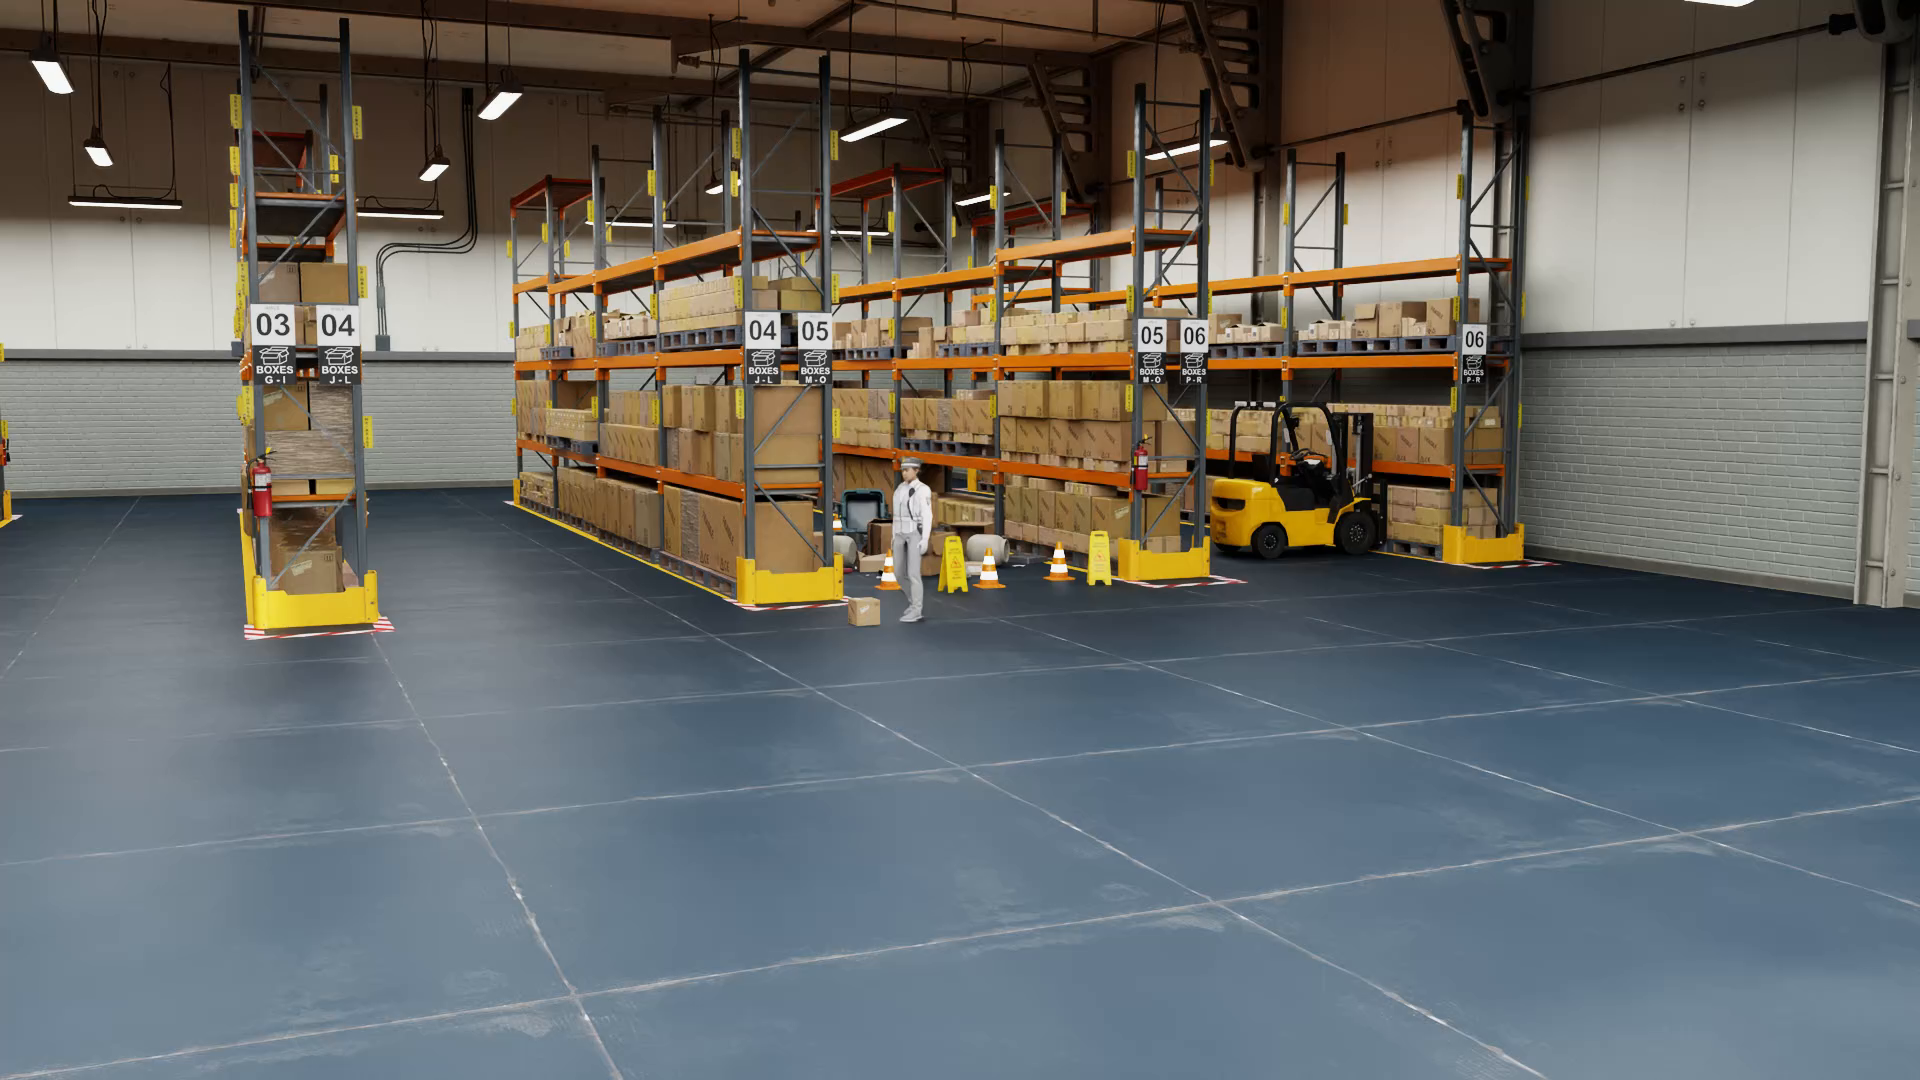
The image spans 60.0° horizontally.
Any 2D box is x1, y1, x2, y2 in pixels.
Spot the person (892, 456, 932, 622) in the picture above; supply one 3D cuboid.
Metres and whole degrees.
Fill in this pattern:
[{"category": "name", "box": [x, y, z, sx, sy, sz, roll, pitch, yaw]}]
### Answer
[{"category": "person", "box": [-0.503, -0.021, 17.061, 0.507, 1.682, 0.480, 5, 8, 44]}]
